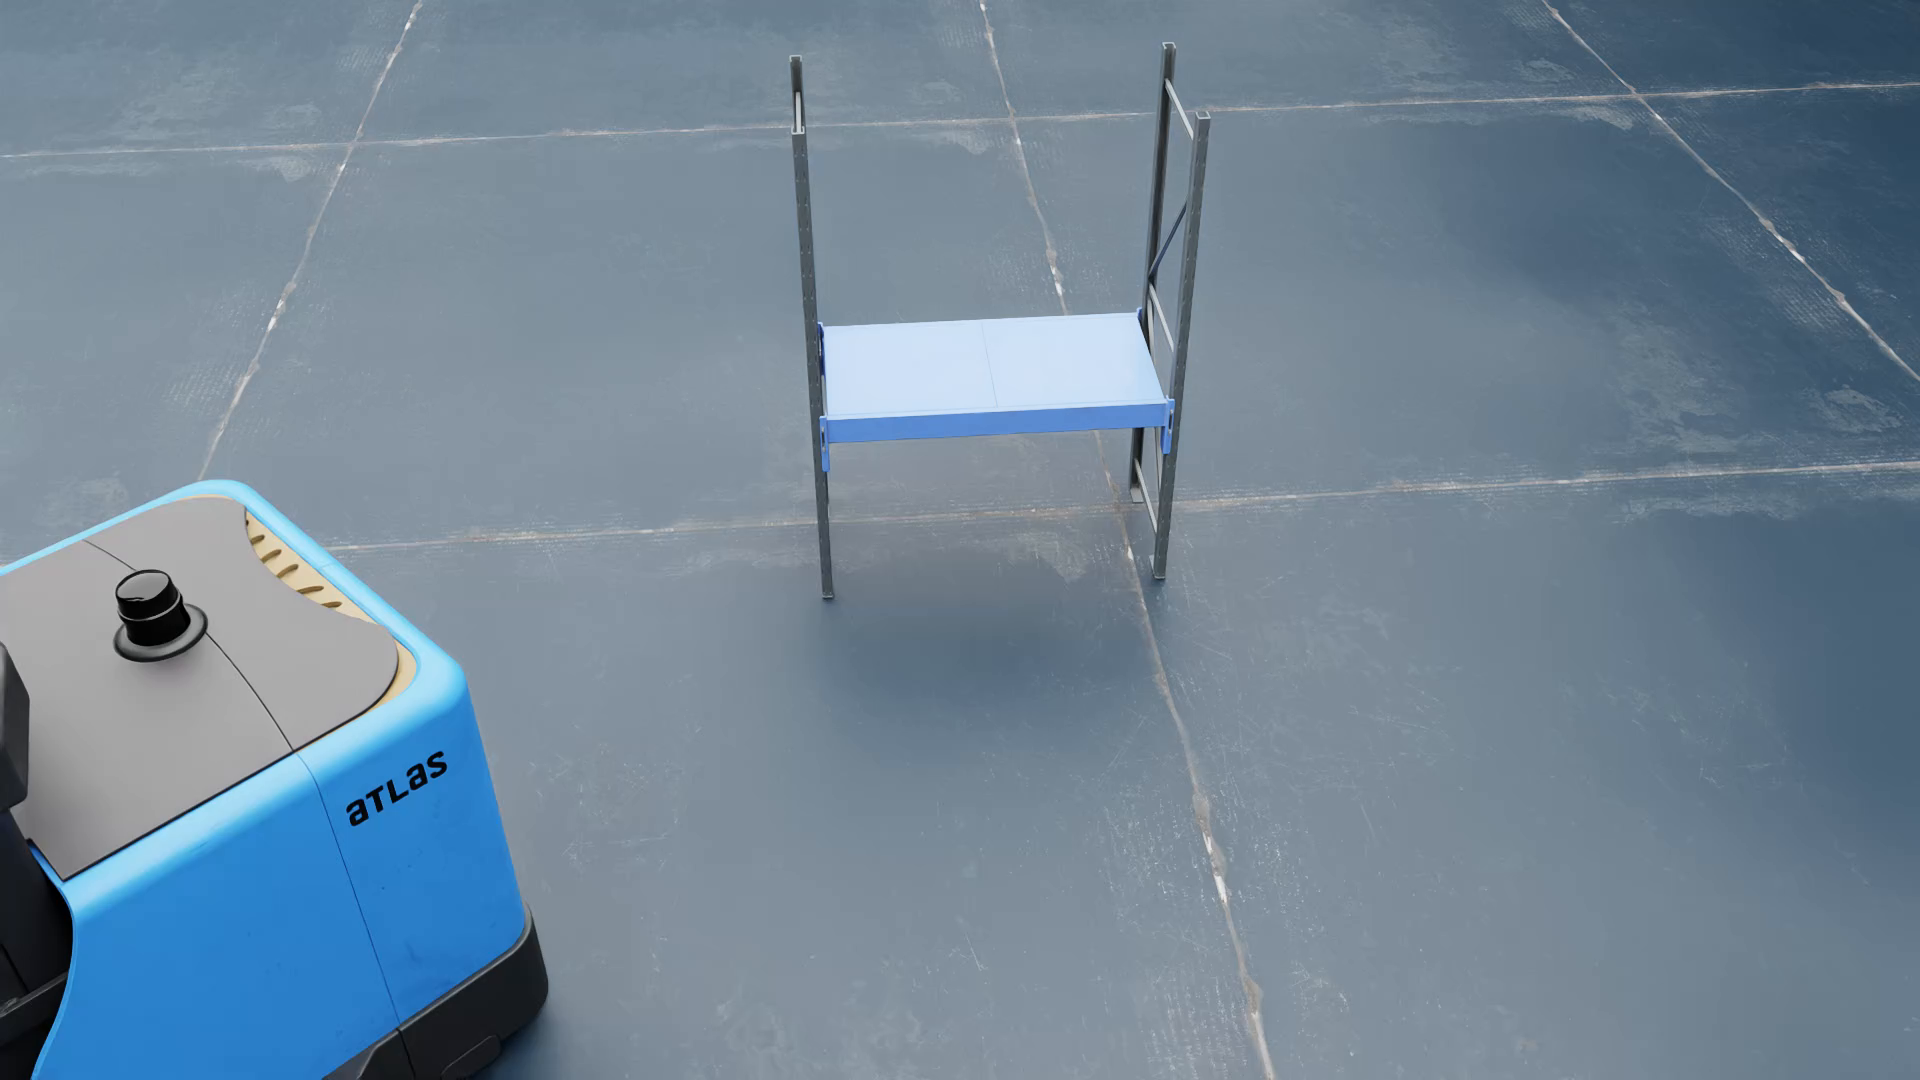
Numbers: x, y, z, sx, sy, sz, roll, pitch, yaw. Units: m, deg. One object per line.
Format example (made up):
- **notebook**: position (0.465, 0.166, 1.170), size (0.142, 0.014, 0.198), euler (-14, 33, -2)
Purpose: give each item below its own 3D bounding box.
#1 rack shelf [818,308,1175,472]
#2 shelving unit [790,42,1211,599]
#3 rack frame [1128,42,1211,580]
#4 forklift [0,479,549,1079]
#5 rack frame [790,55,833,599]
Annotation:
- **rack shelf**: position (0.085, -0.452, 4.903), size (1.000, 0.185, 0.538), euler (-3, 38, -4)
- **shelving unit**: position (0.085, -0.593, 4.791), size (1.048, 1.500, 0.538), euler (-3, 38, -4)
- **rack frame**: position (0.591, -0.621, 4.827), size (0.032, 1.500, 0.500), euler (-3, 38, -4)
- **forklift**: position (-2.330, 0.395, 2.383), size (1.130, 2.935, 3.031), euler (31, 48, 33)
- **rack frame**: position (-0.421, -0.566, 4.756), size (0.032, 1.500, 0.500), euler (-3, 38, -4)
